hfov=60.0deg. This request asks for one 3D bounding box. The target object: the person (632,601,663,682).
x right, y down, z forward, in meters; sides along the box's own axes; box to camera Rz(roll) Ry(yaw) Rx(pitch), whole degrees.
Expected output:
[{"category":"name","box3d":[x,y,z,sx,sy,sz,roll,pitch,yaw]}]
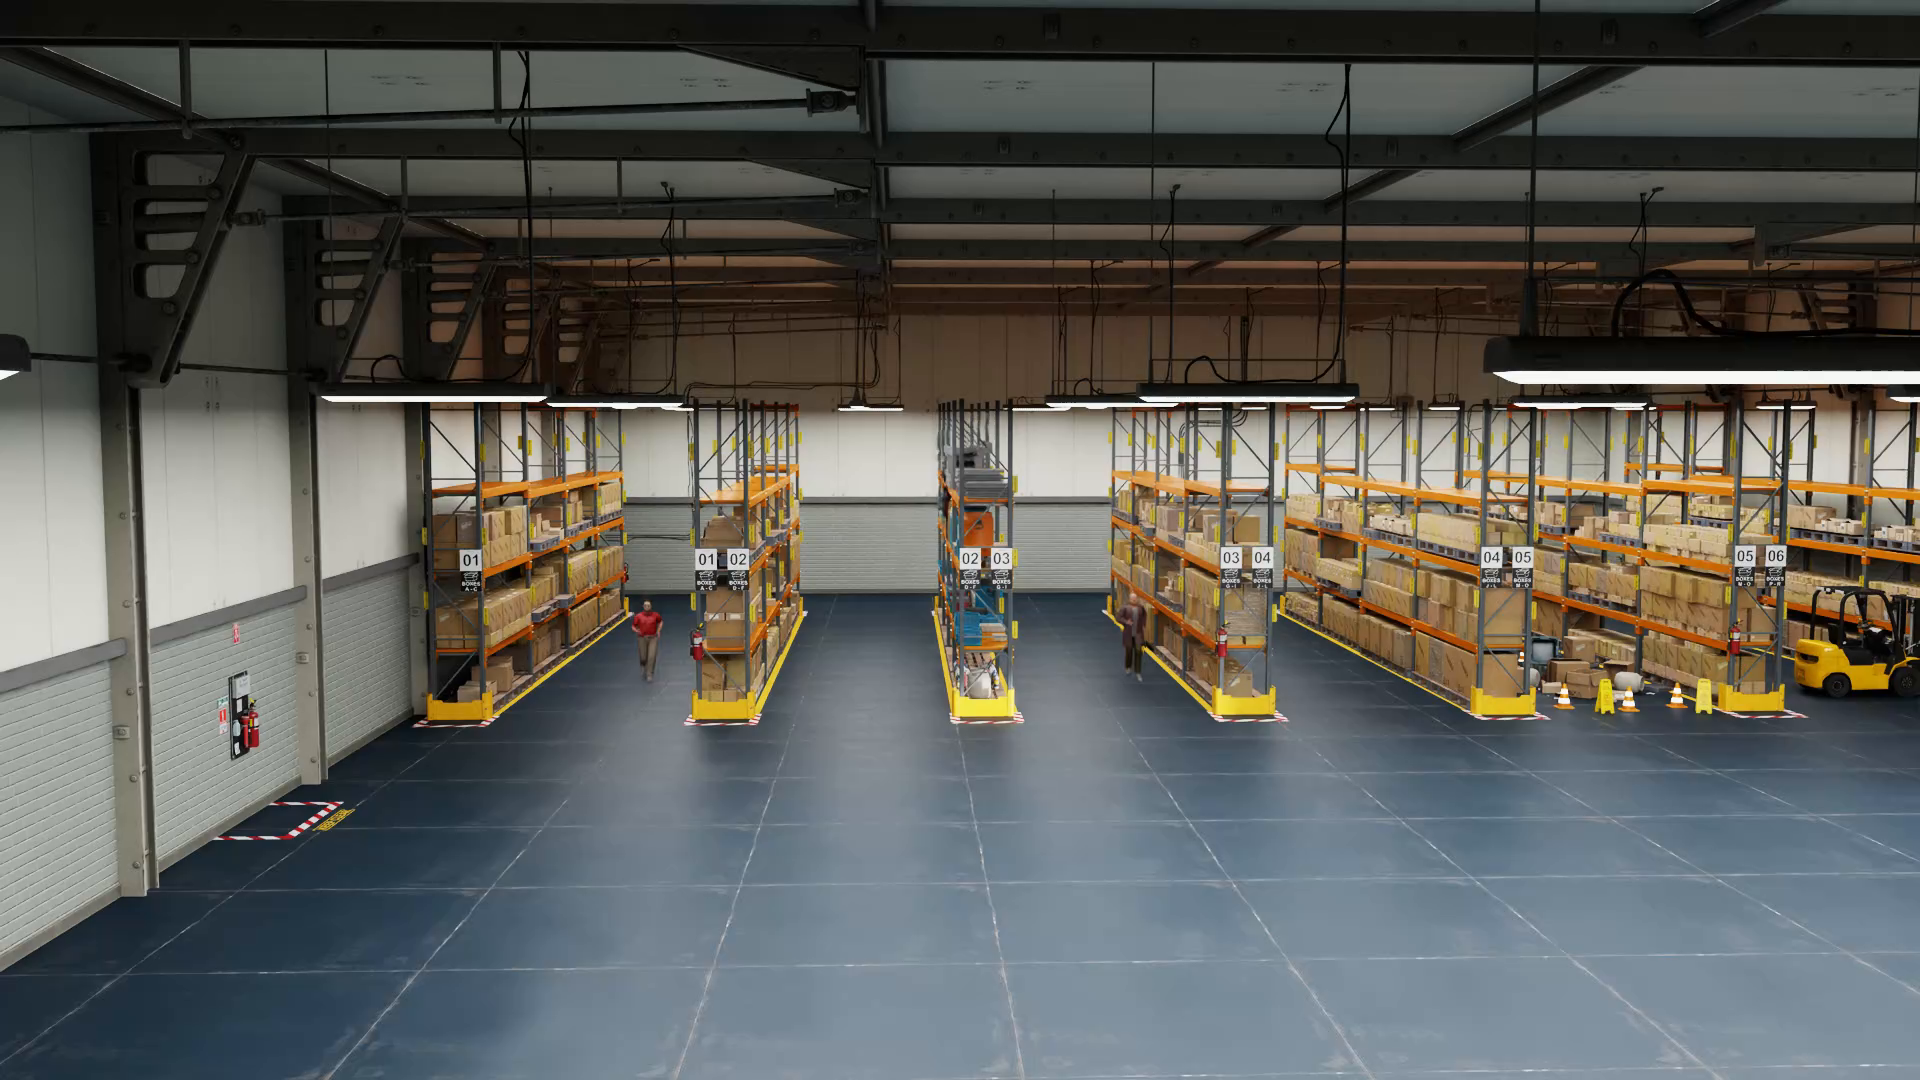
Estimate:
[{"category":"person","box3d":[-6.689,2.156,35.631,0.665,1.694,0.938,-1,4,-14]}]

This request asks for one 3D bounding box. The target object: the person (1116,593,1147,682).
[{"category":"person","box3d":[3.633,2.035,35.172,0.688,1.832,0.897,0,4,-2]}]

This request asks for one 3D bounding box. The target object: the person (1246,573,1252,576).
[{"category":"person","box3d":[8.100,1.362,46.427,0.588,1.733,0.804,0,4,4]}]
